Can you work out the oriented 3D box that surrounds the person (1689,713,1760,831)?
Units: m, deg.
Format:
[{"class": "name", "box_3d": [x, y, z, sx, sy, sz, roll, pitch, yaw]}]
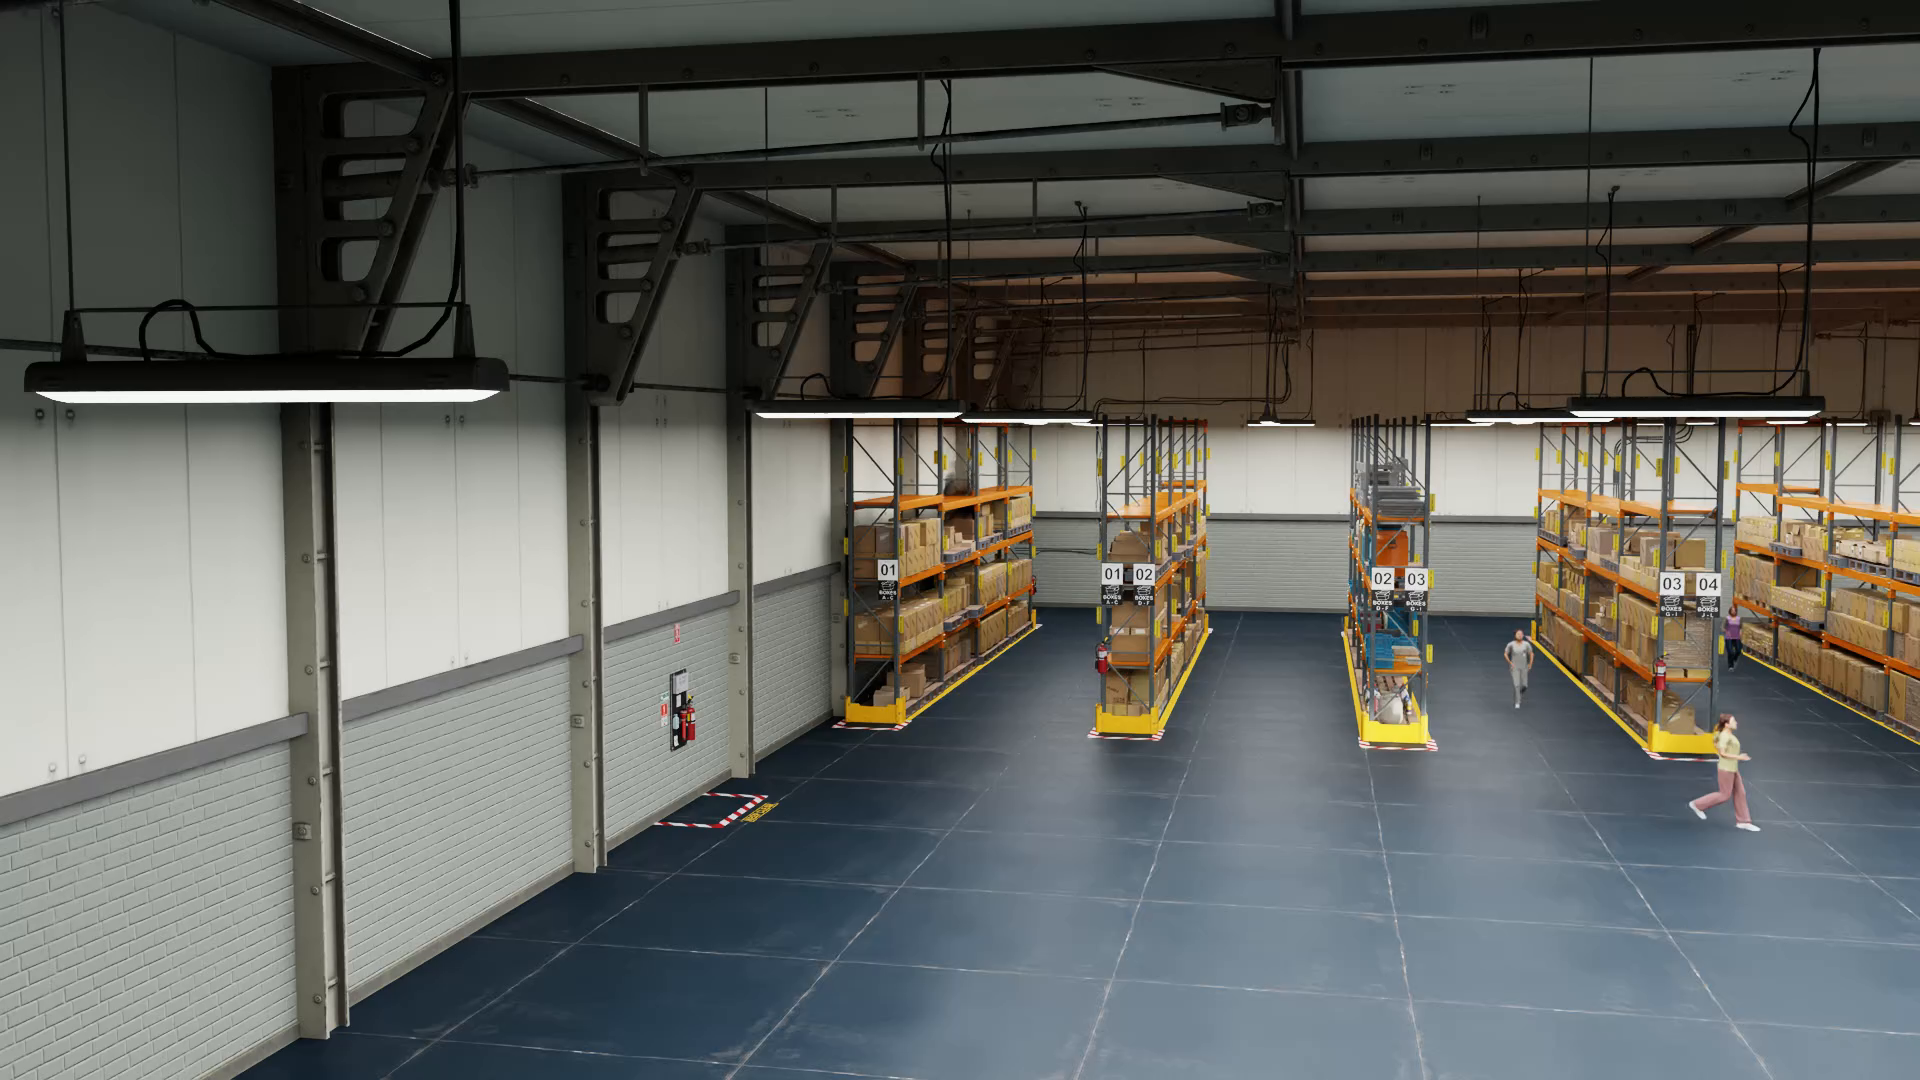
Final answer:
[{"class": "person", "box_3d": [10.948, 3.299, 23.768, 0.934, 1.664, 0.578, 2, 4, 31]}]

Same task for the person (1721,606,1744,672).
[{"class": "person", "box_3d": [18.207, 2.335, 39.170, 0.530, 1.552, 0.551, 1, 4, 13]}]

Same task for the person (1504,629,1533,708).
[{"class": "person", "box_3d": [11.510, 2.640, 34.286, 0.595, 1.607, 0.590, 0, 4, 6]}]

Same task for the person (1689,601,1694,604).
[{"class": "person", "box_3d": [19.717, 1.909, 45.094, 0.775, 1.685, 0.662, -1, 4, -12]}]
